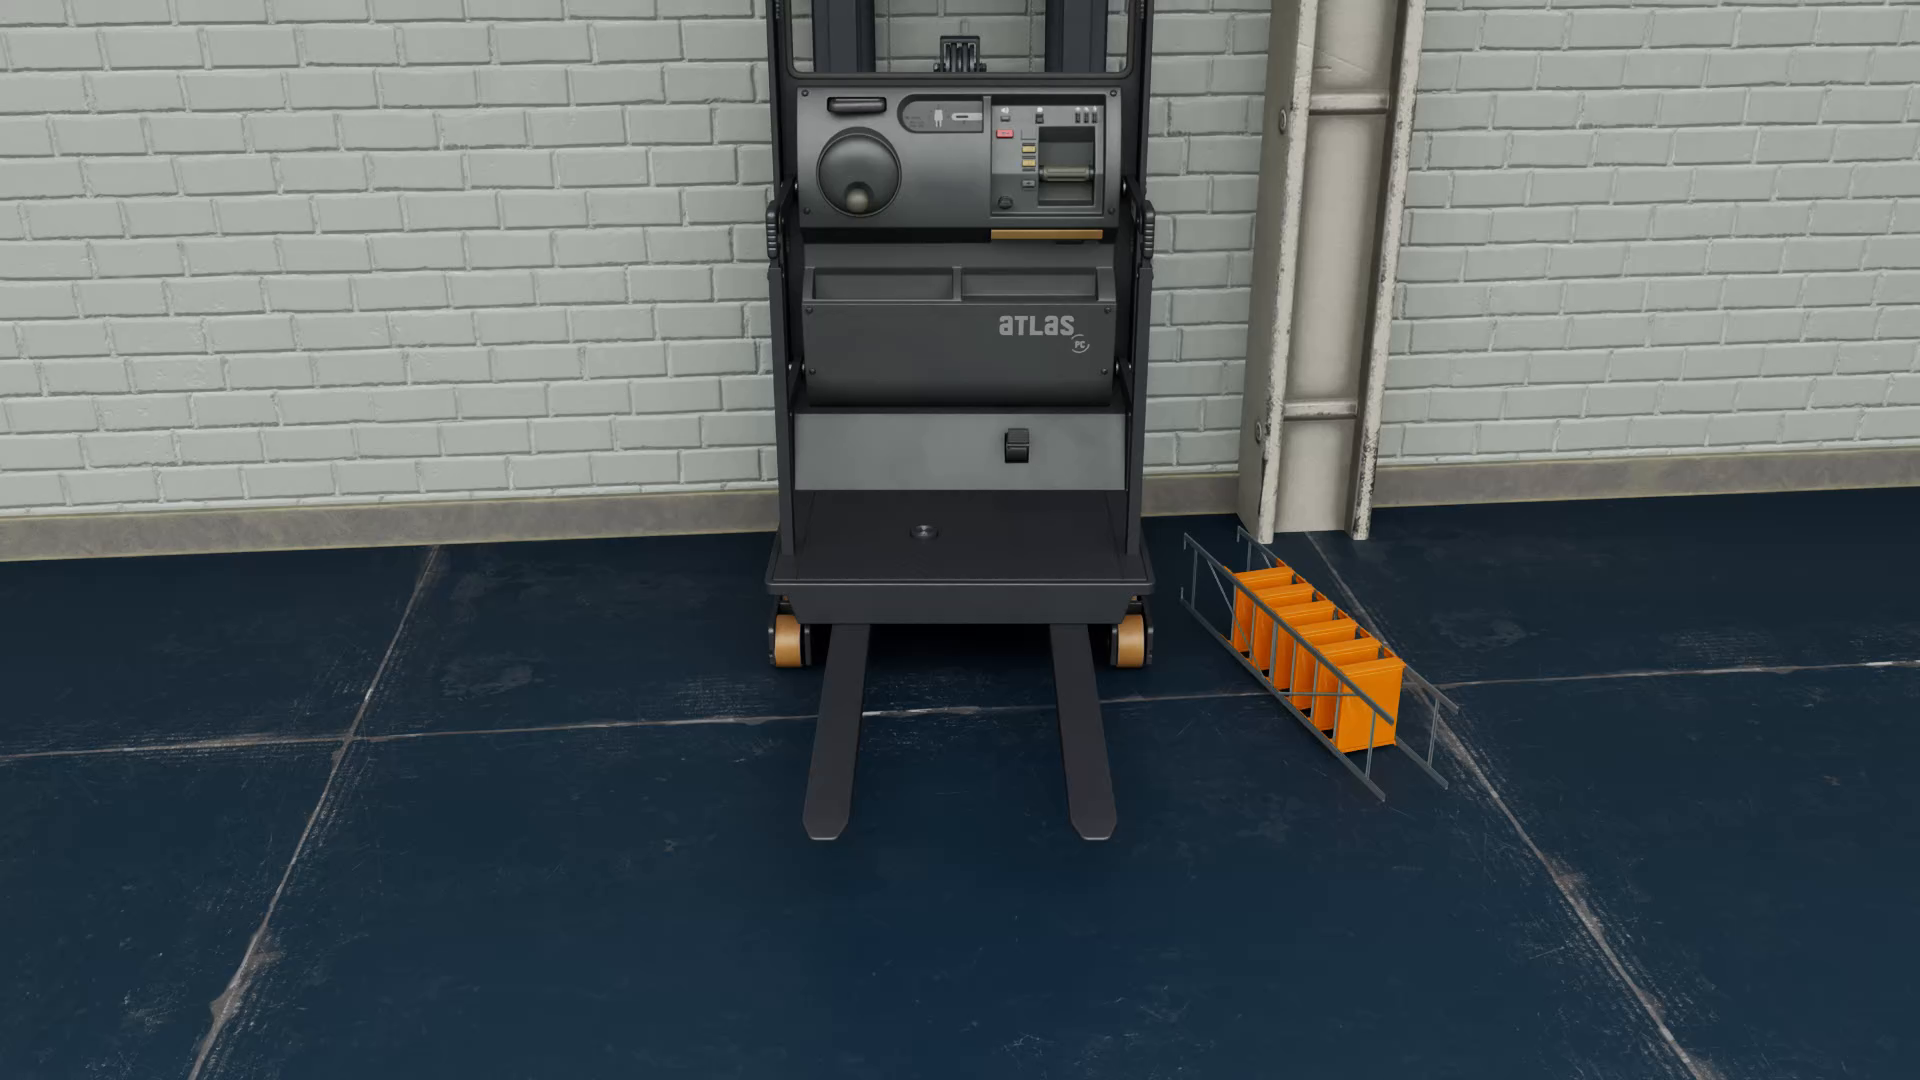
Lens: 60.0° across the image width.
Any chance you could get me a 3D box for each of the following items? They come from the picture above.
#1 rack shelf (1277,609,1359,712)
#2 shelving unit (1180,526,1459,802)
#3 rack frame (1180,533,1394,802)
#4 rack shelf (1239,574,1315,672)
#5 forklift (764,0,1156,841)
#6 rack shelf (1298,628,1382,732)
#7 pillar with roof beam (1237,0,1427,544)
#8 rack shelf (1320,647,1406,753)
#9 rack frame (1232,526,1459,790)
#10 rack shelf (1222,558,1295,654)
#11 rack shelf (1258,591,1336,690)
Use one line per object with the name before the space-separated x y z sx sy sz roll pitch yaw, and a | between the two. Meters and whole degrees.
rack shelf | 0.992 0.337 4.630 0.180 0.258 0.103 -8 25 -17
shelving unit | 0.969 0.308 4.695 0.189 0.258 1.200 -8 25 -17
rack frame | 0.882 0.319 4.669 0.006 0.240 1.200 -8 25 -17
rack shelf | 0.918 0.244 4.838 0.180 0.258 0.103 -8 25 -17
forklift | 0.000 -1.085 4.582 1.130 2.935 3.031 0 24 0
rack shelf | 1.030 0.383 4.525 0.180 0.258 0.103 -8 25 -17
pillar with roof beam | 1.626 -2.429 0.135 0.400 9.000 9.100 -2 24 -5
rack shelf | 1.067 0.430 4.421 0.180 0.258 0.103 -8 25 -17
rack frame | 1.056 0.296 4.721 0.006 0.240 1.200 -8 25 -17
rack shelf | 0.880 0.198 4.942 0.180 0.258 0.103 -8 25 -17
rack shelf | 0.955 0.291 4.734 0.180 0.258 0.103 -8 25 -17
